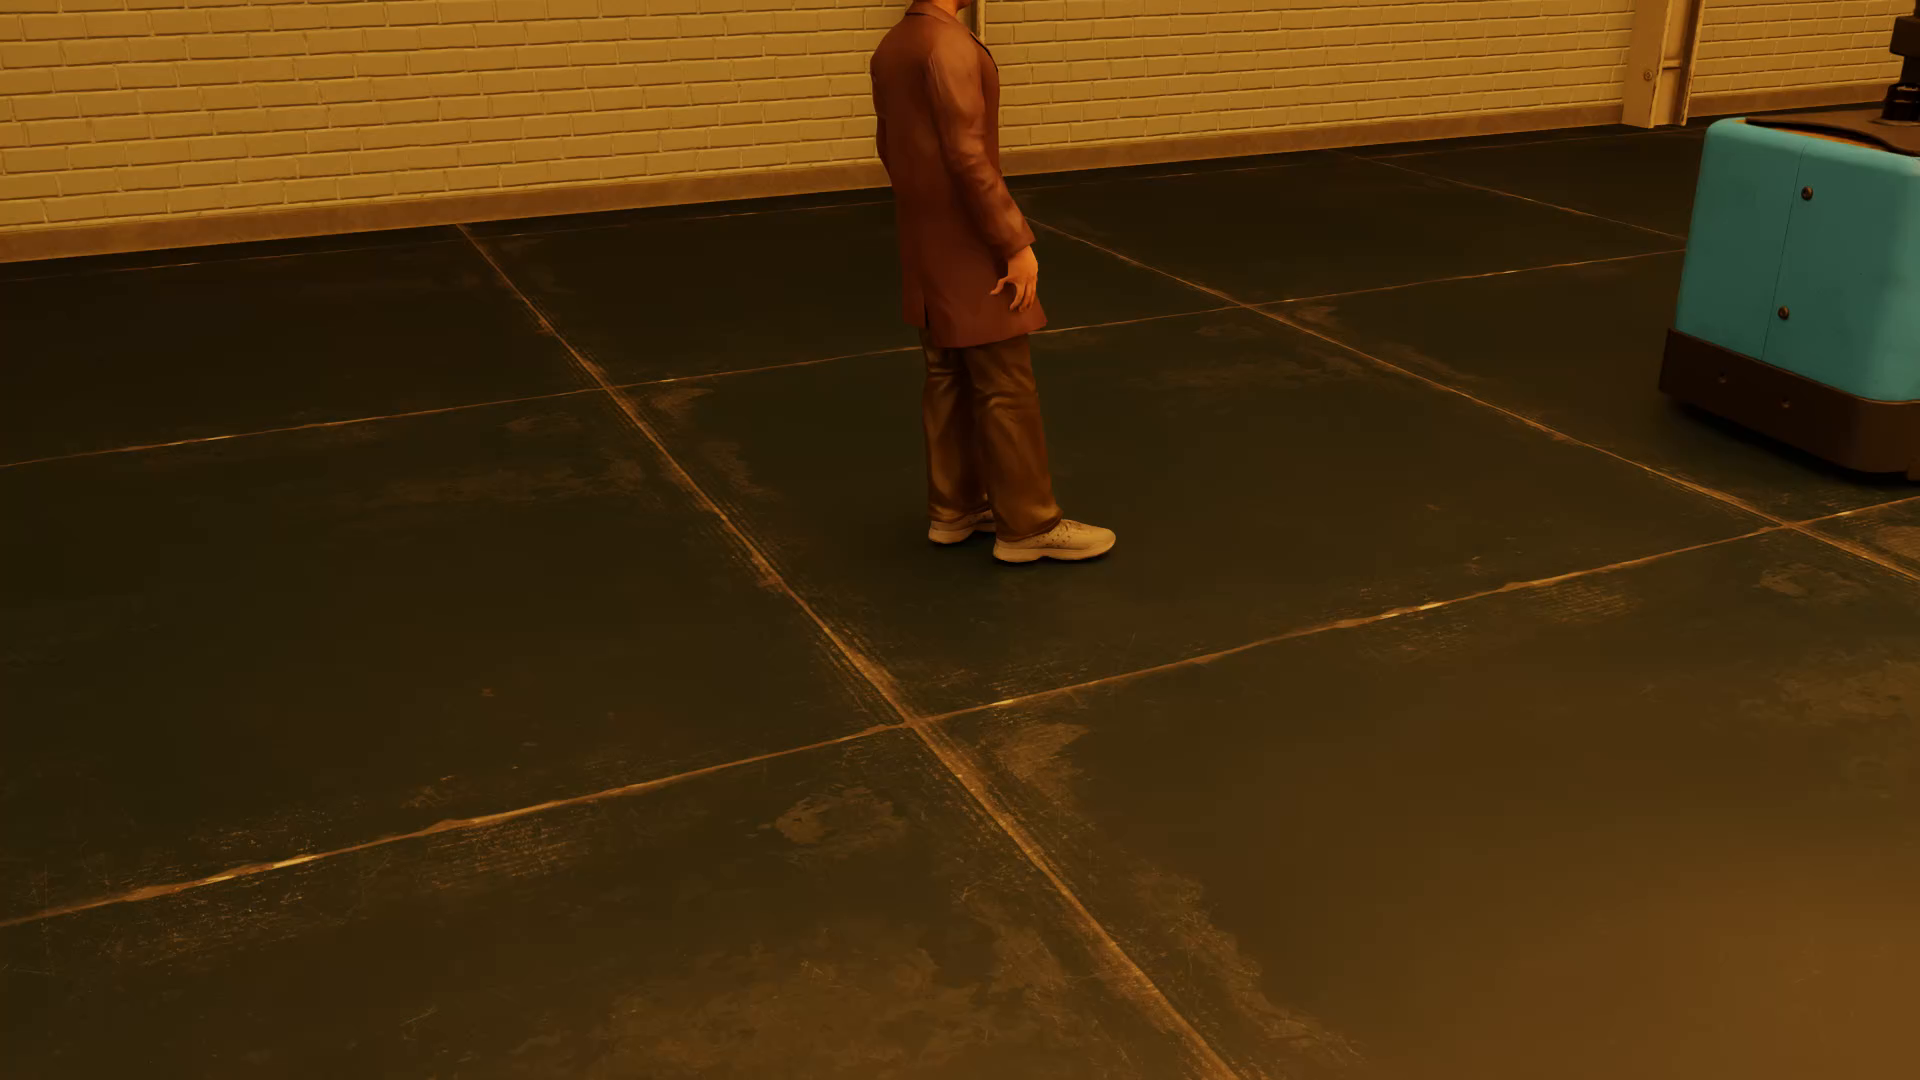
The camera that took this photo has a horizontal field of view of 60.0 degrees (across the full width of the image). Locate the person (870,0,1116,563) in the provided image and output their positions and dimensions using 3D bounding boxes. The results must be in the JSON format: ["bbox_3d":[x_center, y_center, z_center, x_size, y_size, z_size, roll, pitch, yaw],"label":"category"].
[{"bbox_3d":[0.084,-0.805,4.809,0.582,1.698,0.696,-10,25,-23],"label":"person"}]

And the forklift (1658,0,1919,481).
[{"bbox_3d":[4.217,-1.871,5.790,3.031,2.935,1.130,-7,24,-17],"label":"forklift"}]
